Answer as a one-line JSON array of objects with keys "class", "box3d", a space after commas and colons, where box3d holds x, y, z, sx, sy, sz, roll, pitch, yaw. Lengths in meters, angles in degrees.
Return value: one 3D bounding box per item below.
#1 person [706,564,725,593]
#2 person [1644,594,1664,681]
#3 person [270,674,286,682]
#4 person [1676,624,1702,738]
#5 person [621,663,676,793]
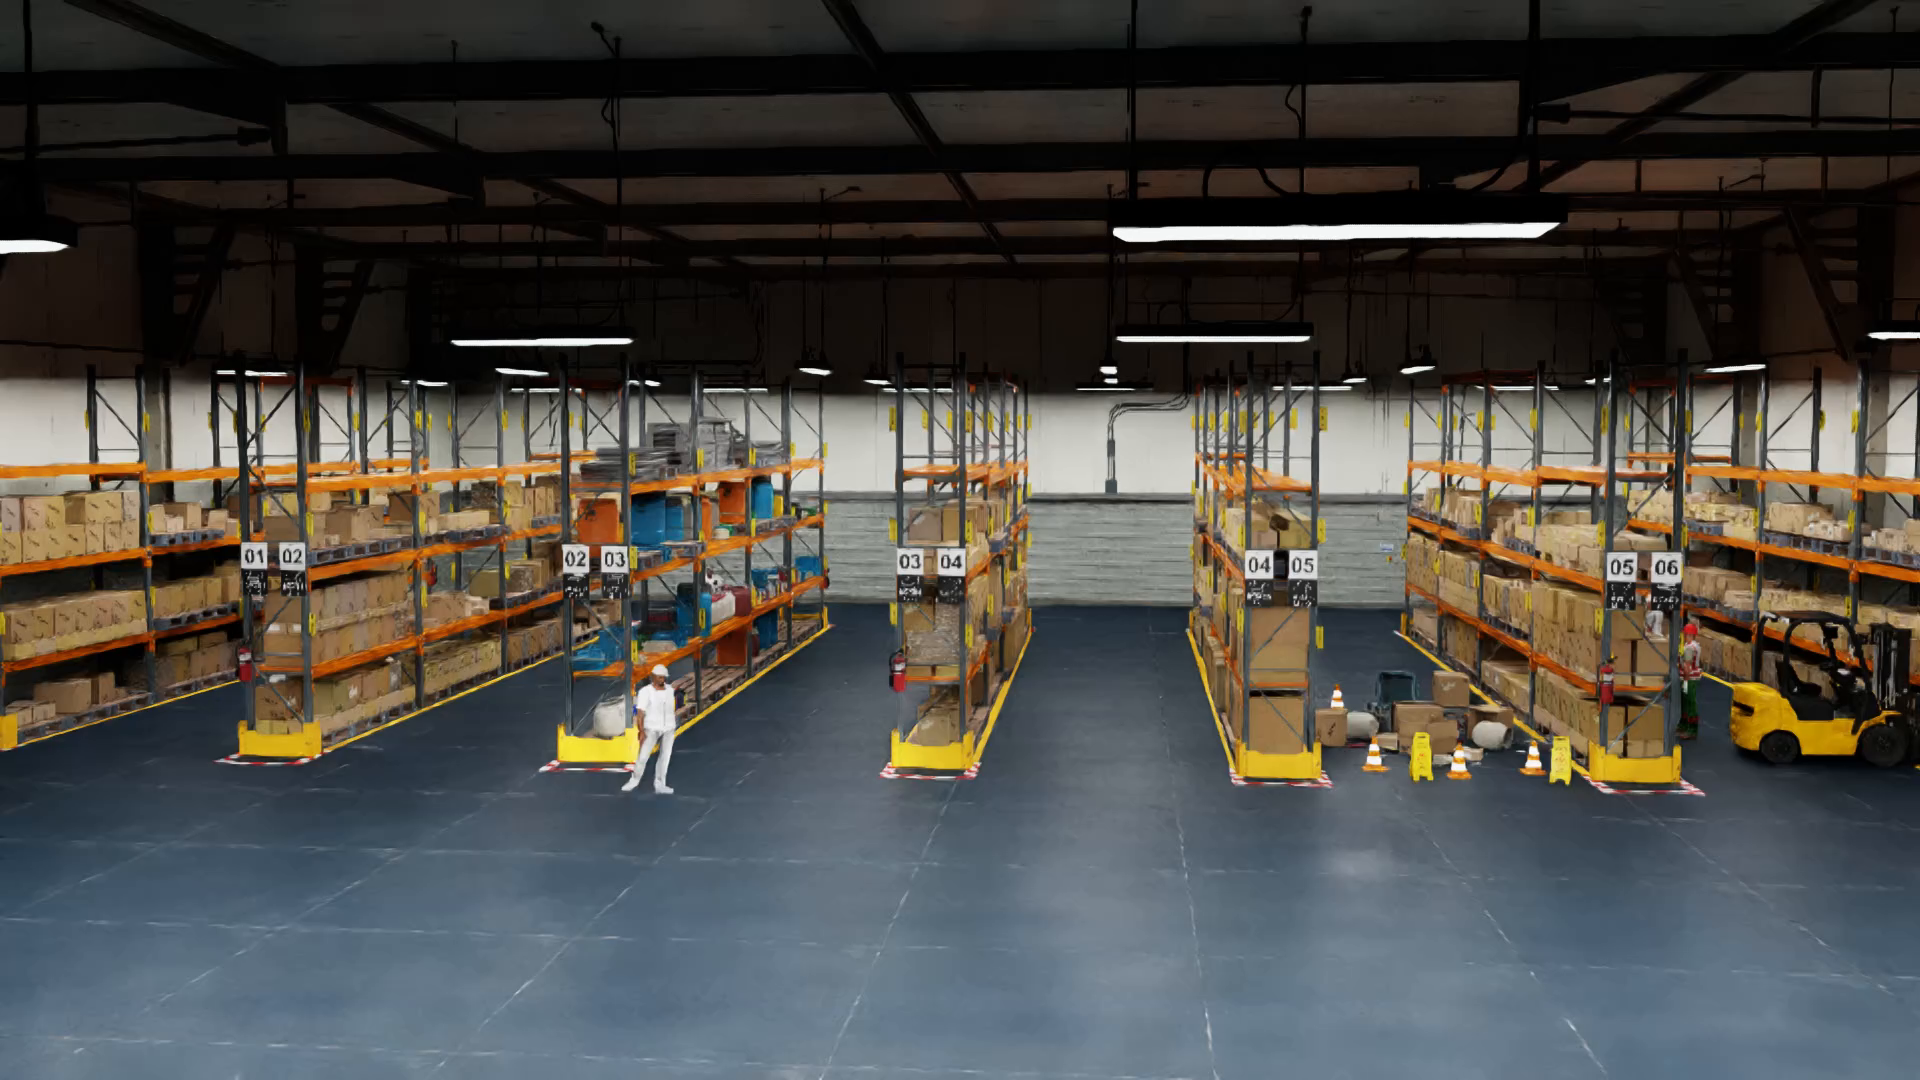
[{"class": "person", "box3d": [-5.815, 1.394, 38.805, 0.682, 1.715, 0.528, 0, 4, 4]}, {"class": "person", "box3d": [12.889, 1.885, 31.075, 0.578, 1.777, 0.656, 3, 5, 32]}, {"class": "person", "box3d": [-12.362, 1.932, 30.342, 0.468, 1.792, 0.618, -2, 4, -22]}, {"class": "person", "box3d": [11.499, 2.219, 26.374, 0.489, 1.785, 0.608, 3, 5, 36]}, {"class": "person", "box3d": [-4.174, 2.536, 22.369, 0.742, 1.758, 0.520, -3, 5, -37]}]
